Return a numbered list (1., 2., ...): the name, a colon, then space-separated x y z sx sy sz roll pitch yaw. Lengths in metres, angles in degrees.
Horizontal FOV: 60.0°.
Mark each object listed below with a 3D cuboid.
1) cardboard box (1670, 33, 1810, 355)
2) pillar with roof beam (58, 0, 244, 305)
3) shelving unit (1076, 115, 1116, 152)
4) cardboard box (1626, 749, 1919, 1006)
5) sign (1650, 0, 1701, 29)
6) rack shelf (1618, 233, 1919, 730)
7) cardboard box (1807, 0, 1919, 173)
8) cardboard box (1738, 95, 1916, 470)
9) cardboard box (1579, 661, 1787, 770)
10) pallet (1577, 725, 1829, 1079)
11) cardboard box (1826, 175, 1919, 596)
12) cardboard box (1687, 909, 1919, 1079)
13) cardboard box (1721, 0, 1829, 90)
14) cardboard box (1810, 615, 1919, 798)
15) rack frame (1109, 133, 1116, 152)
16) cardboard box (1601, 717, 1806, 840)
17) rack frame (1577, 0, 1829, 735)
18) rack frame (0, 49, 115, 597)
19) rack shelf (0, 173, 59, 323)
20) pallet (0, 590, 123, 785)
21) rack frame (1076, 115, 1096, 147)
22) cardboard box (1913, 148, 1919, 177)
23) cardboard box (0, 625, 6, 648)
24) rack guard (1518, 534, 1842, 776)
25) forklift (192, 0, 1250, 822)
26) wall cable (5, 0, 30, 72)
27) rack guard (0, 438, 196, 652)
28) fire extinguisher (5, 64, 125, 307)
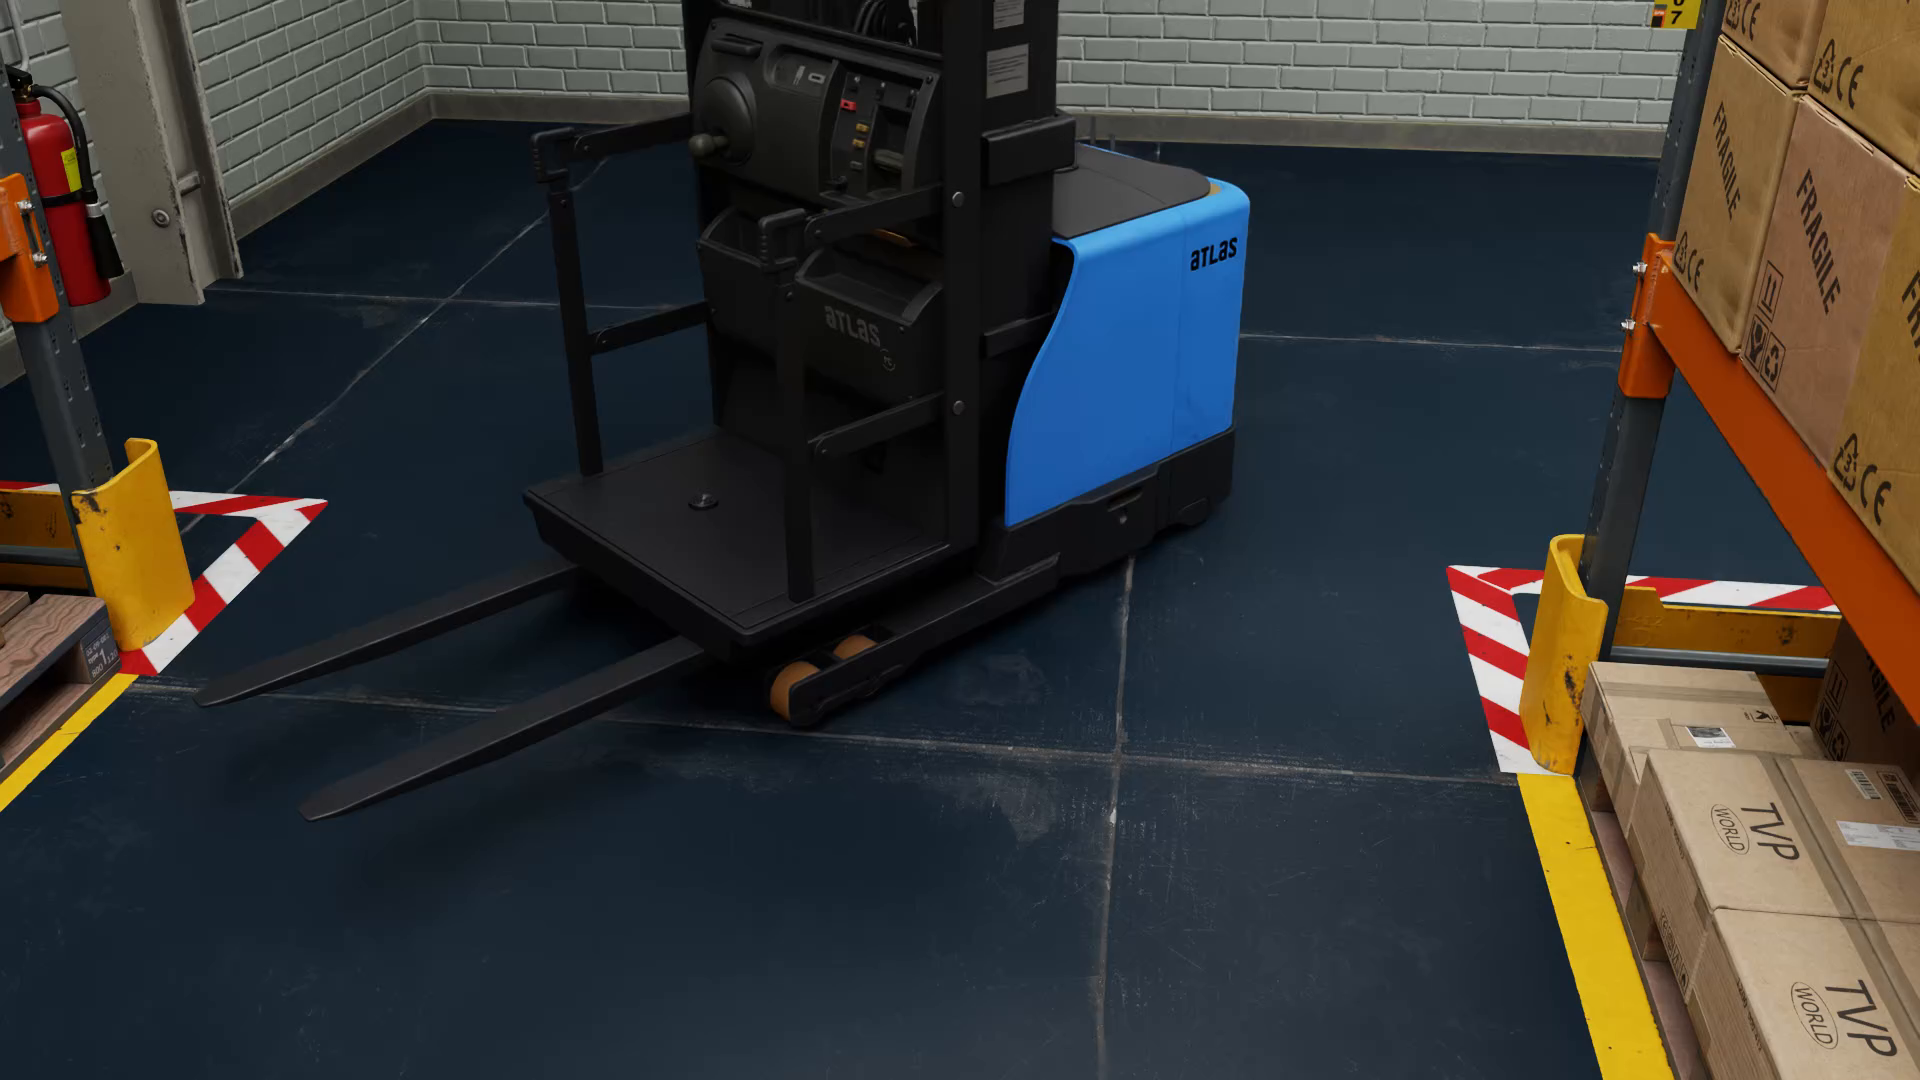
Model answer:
1. cardboard box: 1.743 -0.670 3.226 0.500 0.500 0.500 4 29 7
2. pillar with roof beam: 0.887 -4.818 4.705 9.100 9.000 0.400 3 28 6
3. shelving unit: 0.398 -0.948 5.903 0.215 1.050 0.252 -5 29 -10
4. cardboard box: 1.649 0.672 3.275 0.500 0.250 0.500 3 28 6
5. sign: 1.520 -1.232 3.462 0.100 0.325 0.005 3 28 6
6. rack shelf: 1.814 0.439 2.032 1.077 0.370 4.000 3 28 6
7. cardboard box: 1.686 -0.864 2.531 0.500 0.500 0.500 4 29 7
8. cardboard box: 1.685 -0.427 2.774 0.500 0.500 0.500 3 28 6
9. cardboard box: 1.666 0.419 3.852 0.380 0.149 0.250 3 28 6
10. pallet: 1.953 0.819 3.507 1.003 0.211 1.213 3 28 6
11. cardboard box: 1.620 -0.191 2.336 0.500 0.500 0.500 3 28 6
12. cardboard box: 1.588 0.907 2.838 0.500 0.250 0.500 3 28 6
13. cardboard box: 1.743 -1.110 2.989 0.500 0.500 0.500 4 29 8
14. cardboard box: 2.237 0.357 3.596 0.500 0.500 0.500 3 28 6
15. rack frame: 0.421 -0.891 5.797 0.200 1.050 0.008 -5 29 -10
16. cardboard box: 1.636 0.529 3.629 0.380 0.166 0.250 3 28 6
17. rack frame: 2.059 -0.820 3.609 1.000 3.000 0.127 3 28 6
18. rack frame: -2.858 -1.106 4.140 1.000 3.000 0.127 3 28 6
19. rack shelf: -3.103 0.152 2.563 1.077 0.370 4.000 3 28 6
20. pallet: -2.878 0.503 4.094 1.003 0.211 1.213 3 28 6
21. rack frame: 0.375 -1.005 6.008 0.200 1.050 0.008 -5 29 -10
22. cardboard box: 1.620 -0.629 2.094 0.500 0.500 0.500 4 29 7
23. cardboard box: -2.845 0.145 4.011 0.700 0.500 0.500 3 28 6
24. rack guard: 2.049 0.317 4.135 1.175 0.500 0.348 3 28 6
25. forklift: -0.544 -1.083 4.170 3.031 2.935 1.130 -24 36 -37
26. wall cable: -3.640 -2.211 5.120 0.084 1.984 1.851 3 28 6
27. rack guard: -2.855 -0.017 4.754 1.175 0.500 0.348 3 28 6
28. fire extinguisher: -2.382 -0.952 4.329 0.296 0.674 0.183 3 28 6
